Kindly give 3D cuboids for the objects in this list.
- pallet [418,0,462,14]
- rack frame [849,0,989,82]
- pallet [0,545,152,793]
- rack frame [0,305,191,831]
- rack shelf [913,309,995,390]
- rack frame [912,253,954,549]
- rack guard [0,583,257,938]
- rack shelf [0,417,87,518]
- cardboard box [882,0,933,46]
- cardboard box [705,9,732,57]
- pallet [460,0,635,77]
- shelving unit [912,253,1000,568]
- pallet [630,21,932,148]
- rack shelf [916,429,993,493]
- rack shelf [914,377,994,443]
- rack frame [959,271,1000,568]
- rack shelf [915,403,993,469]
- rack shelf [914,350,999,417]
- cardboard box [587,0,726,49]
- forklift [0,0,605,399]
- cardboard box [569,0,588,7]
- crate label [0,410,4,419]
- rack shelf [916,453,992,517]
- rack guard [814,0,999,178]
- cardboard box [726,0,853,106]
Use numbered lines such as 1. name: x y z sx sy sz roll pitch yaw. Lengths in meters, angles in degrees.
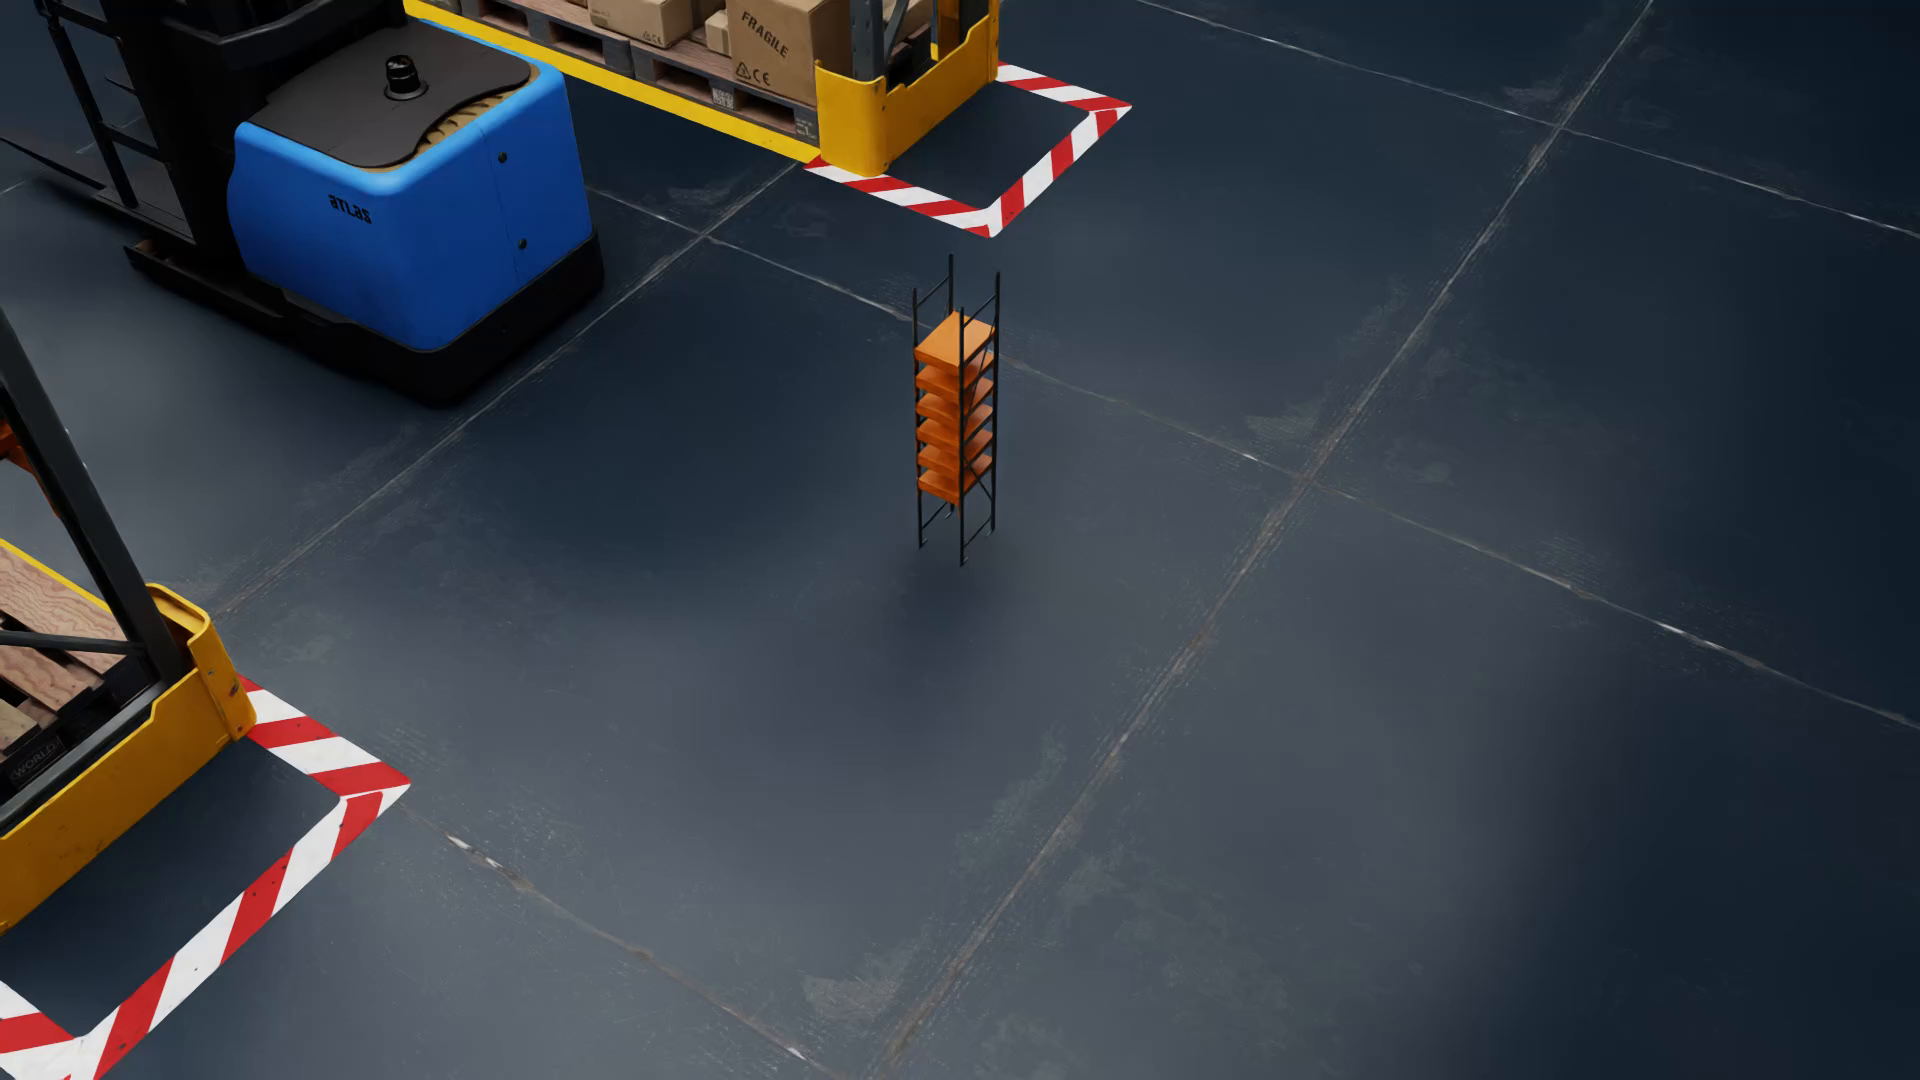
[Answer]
1. pallet: -2.965 -3.456 9.461 1.213 0.211 1.003 25 51 22
2. rack frame: -0.175 -3.145 7.215 0.127 3.000 1.000 25 51 22
3. pallet: -3.526 0.472 5.644 1.213 0.211 1.003 25 51 22
4. rack frame: -2.853 -0.157 4.311 0.127 3.000 1.000 25 51 22
5. rack shelf: -0.012 -0.644 5.599 0.180 0.103 0.258 25 51 22
6. rack frame: -0.089 -0.459 5.860 0.006 1.200 0.240 25 51 22
7. rack guard: -2.825 0.716 5.206 0.348 0.500 1.175 25 51 22
8. rack shelf: -4.536 -0.680 5.321 4.000 0.370 1.077 25 51 22
9. cardboard box: -0.342 -2.675 8.439 0.250 0.149 0.380 25 51 22
10. cardboard box: -1.058 -2.584 8.339 0.250 0.166 0.380 25 51 22
11. pallet: -1.934 -2.984 9.003 1.213 0.211 1.003 25 51 22
12. shelving unit: -0.012 -0.424 5.825 0.189 1.200 0.258 25 51 22
13. pallet: -0.911 -2.511 8.543 1.213 0.211 1.003 25 51 22
14. rack shelf: -0.012 -0.309 5.943 0.180 0.103 0.258 25 51 22
15. rack shelf: -0.012 -0.476 5.771 0.180 0.103 0.258 25 51 22
16. rack frame: 0.065 -0.388 5.791 0.006 1.200 0.240 25 51 22
17. rack shelf: -0.012 -0.393 5.857 0.180 0.103 0.258 25 51 22
18. rack shelf: -0.012 -0.560 5.685 0.180 0.103 0.258 25 51 22
19. cardboard box: -1.549 -2.788 8.478 0.500 0.250 0.500 25 51 22
20. forklift: -3.073 -2.408 6.546 3.031 2.935 1.130 24 51 22
21. cardboard box: -1.958 -3.253 8.754 0.637 0.503 0.797 25 51 22
22. crate label: -2.883 -0.414 4.635 0.303 0.233 0.416 25 51 22
23. rack shelf: -0.012 -0.226 6.029 0.180 0.103 0.258 25 51 22
24. rack guard: -0.239 -2.304 8.140 0.348 0.500 1.175 25 51 22
25. cardboard box: -0.766 -2.489 8.014 0.500 0.500 0.500 25 51 22
